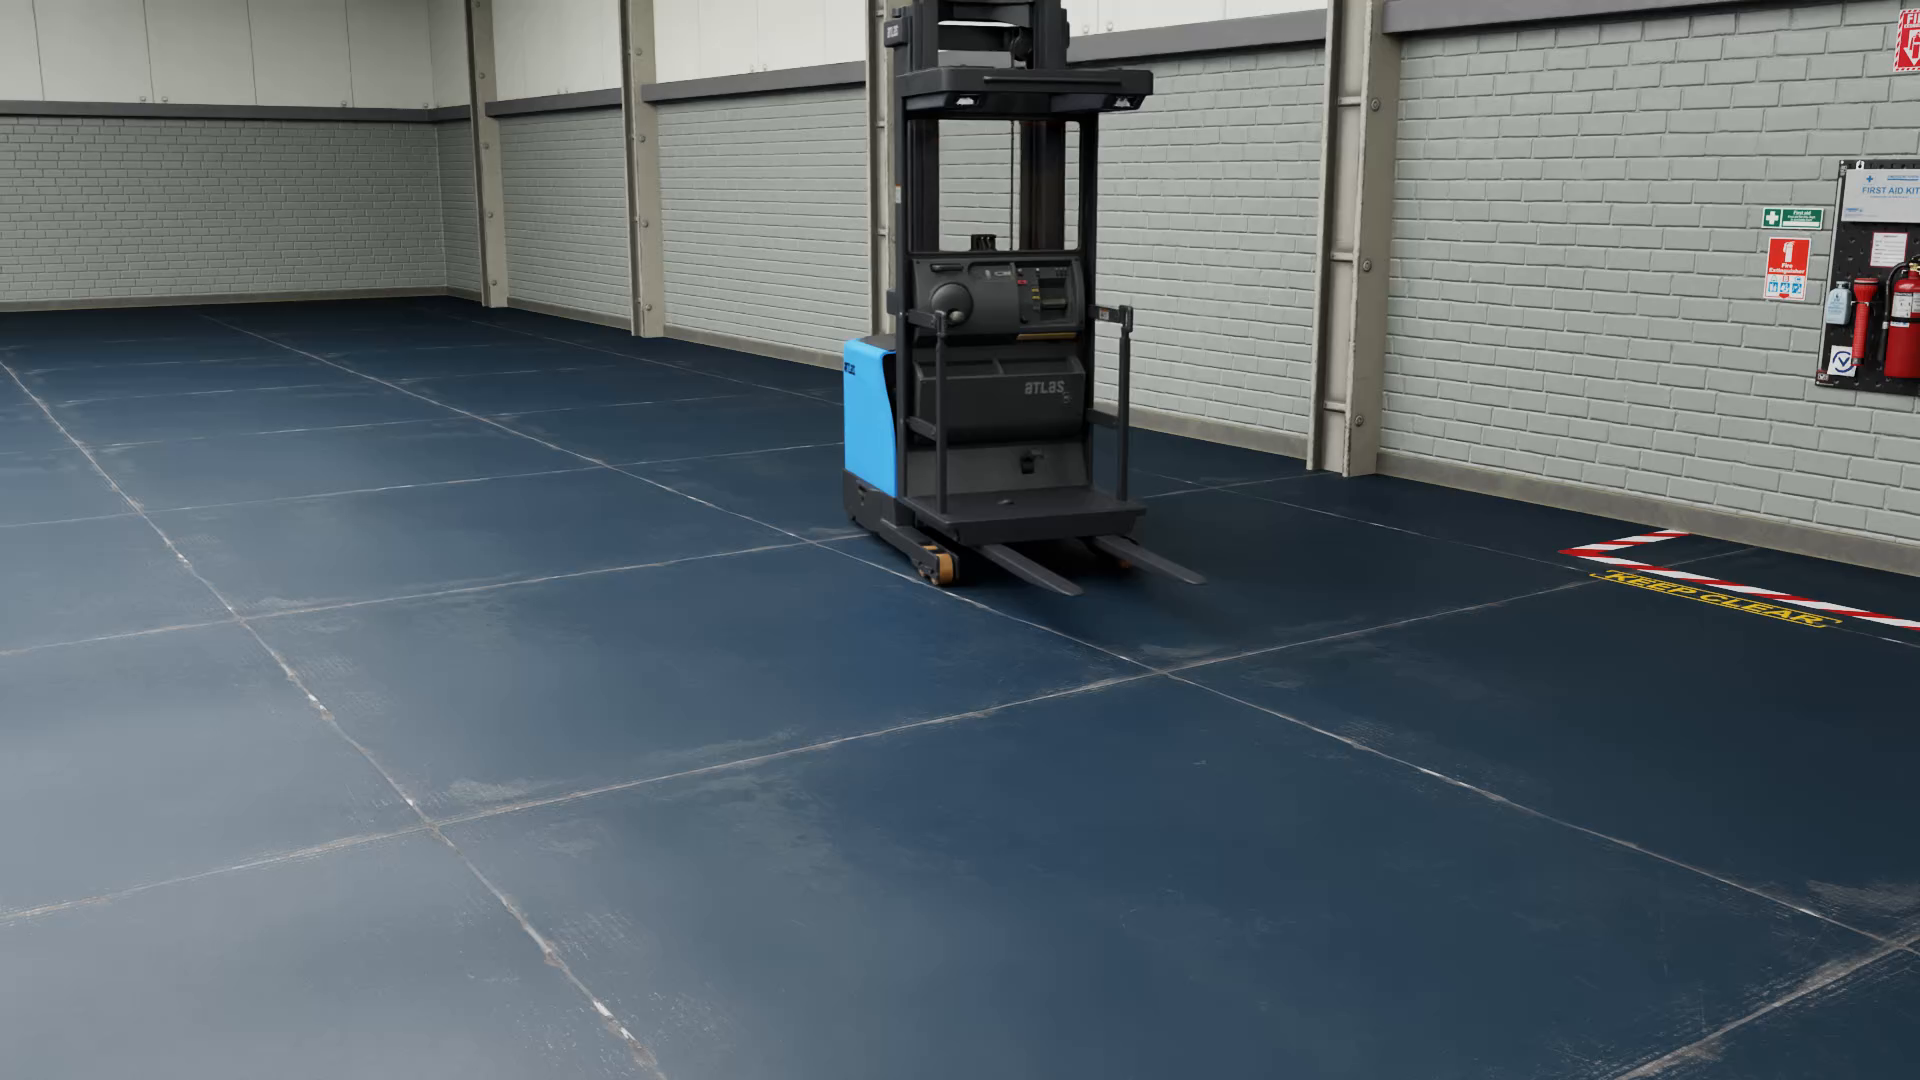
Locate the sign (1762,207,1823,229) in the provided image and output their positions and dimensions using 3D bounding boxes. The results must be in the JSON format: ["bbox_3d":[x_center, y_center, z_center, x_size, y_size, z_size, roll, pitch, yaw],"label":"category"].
[{"bbox_3d":[4.420,-1.709,8.833,0.001,0.109,0.331,-8,15,-33],"label":"sign"}]

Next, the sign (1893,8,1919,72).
[{"bbox_3d":[4.724,-2.470,8.210,0.001,0.298,0.199,-8,15,-33],"label":"sign"}]

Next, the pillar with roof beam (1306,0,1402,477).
[{"bbox_3d":[-0.925,-4.369,8.275,9.100,9.000,0.400,-8,15,-33],"label":"pillar with roof beam"}]

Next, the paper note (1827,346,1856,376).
[{"bbox_3d":[4.605,-0.934,8.672,0.016,0.148,0.142,-8,15,-33],"label":"paper note"}]

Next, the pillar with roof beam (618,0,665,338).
[{"bbox_3d":[-7.574,-6.503,18.034,9.100,9.000,0.400,-8,15,-33],"label":"pillar with roof beam"}]

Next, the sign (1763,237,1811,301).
[{"bbox_3d":[4.425,-1.452,8.898,0.001,0.329,0.234,-8,15,-33],"label":"sign"}]

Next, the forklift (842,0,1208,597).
[{"bbox_3d":[0.282,-1.302,8.455,1.130,2.935,3.031,-4,13,-19],"label":"forklift"}]

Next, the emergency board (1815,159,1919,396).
[{"bbox_3d":[4.645,-1.324,8.397,0.194,1.169,0.643,-8,15,-33],"label":"emergency board"}]

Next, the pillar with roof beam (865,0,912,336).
[{"bbox_3d":[-4.250,-5.436,13.154,9.100,9.000,0.400,-8,15,-33],"label":"pillar with roof beam"}]

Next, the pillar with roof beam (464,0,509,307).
[{"bbox_3d":[-10.898,-7.570,22.914,9.100,9.000,0.400,-8,15,-33],"label":"pillar with roof beam"}]
